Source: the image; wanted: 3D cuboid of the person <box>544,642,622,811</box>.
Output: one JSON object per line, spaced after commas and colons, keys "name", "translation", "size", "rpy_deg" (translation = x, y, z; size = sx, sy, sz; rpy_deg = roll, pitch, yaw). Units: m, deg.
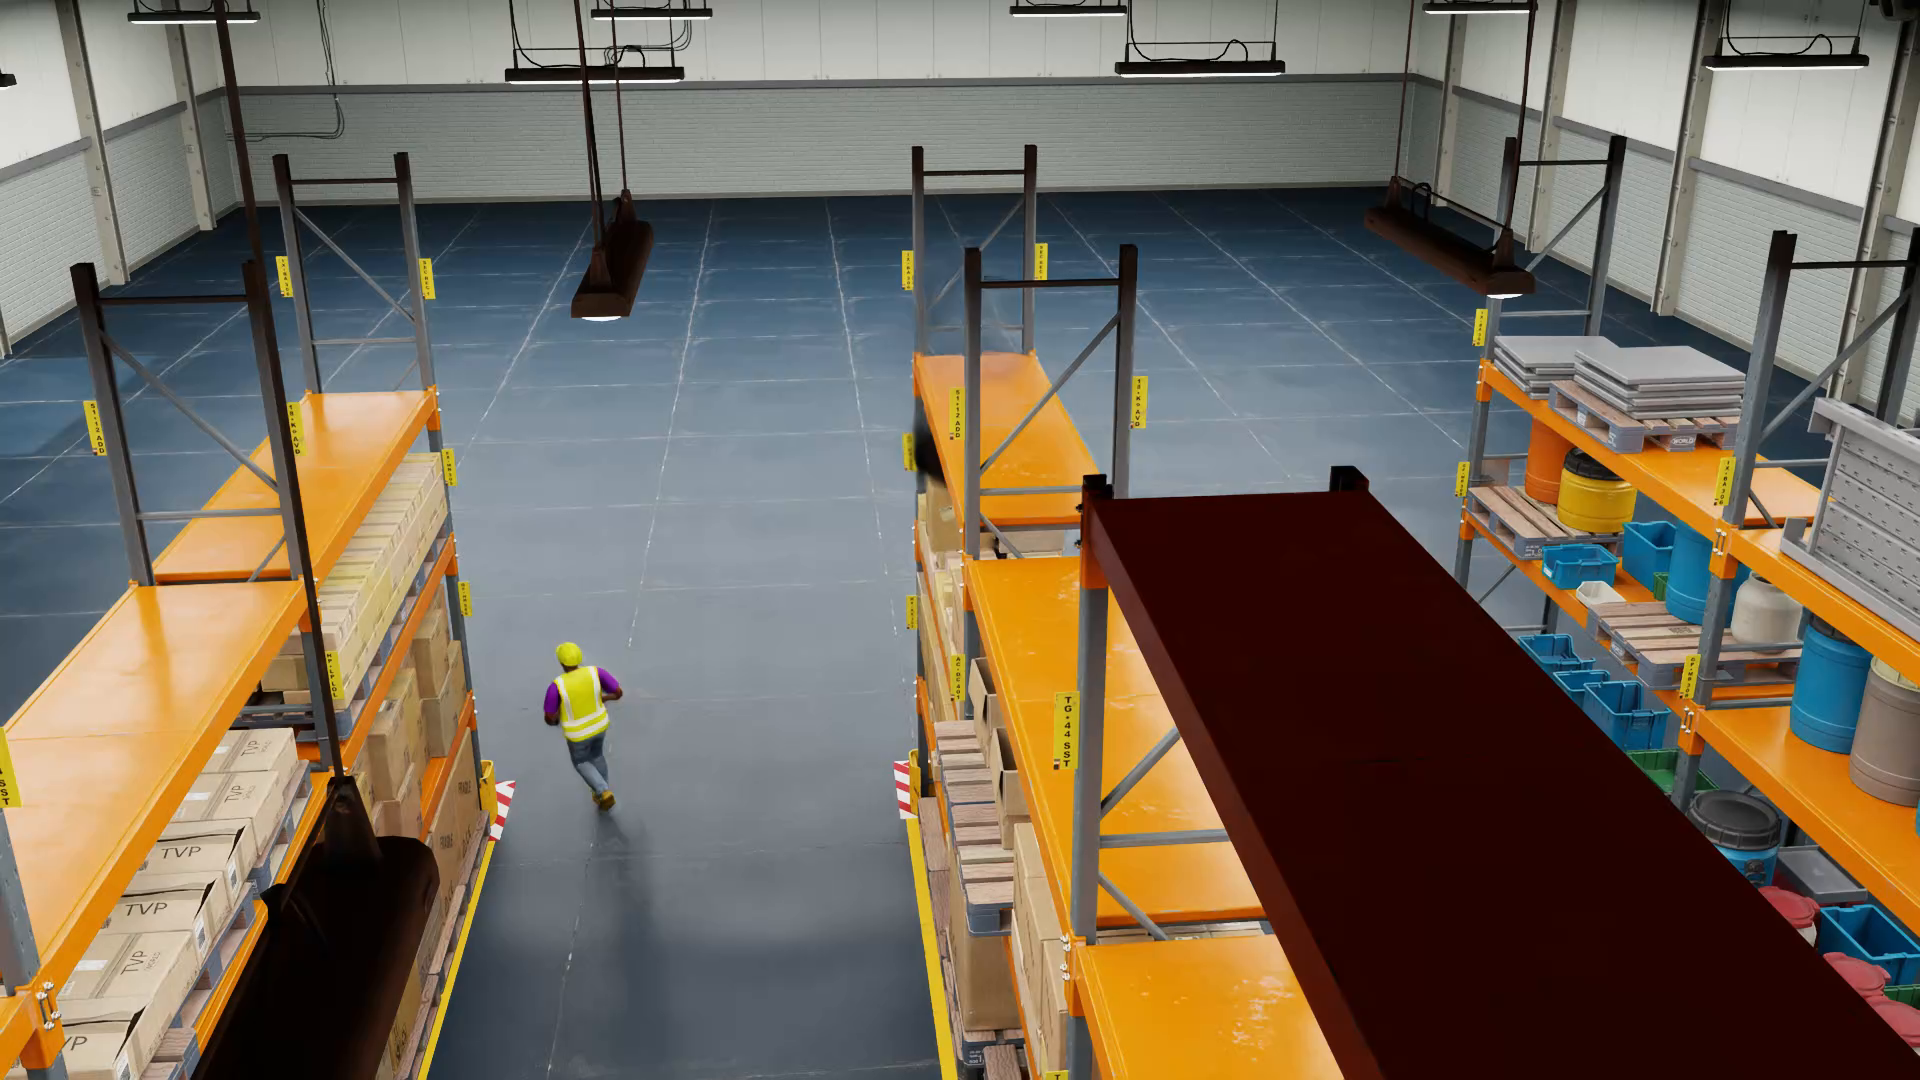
{"name": "person", "translation": [-3.387, 1.720, 15.009], "size": [0.737, 1.710, 0.642], "rpy_deg": [-13, 25, -30]}
